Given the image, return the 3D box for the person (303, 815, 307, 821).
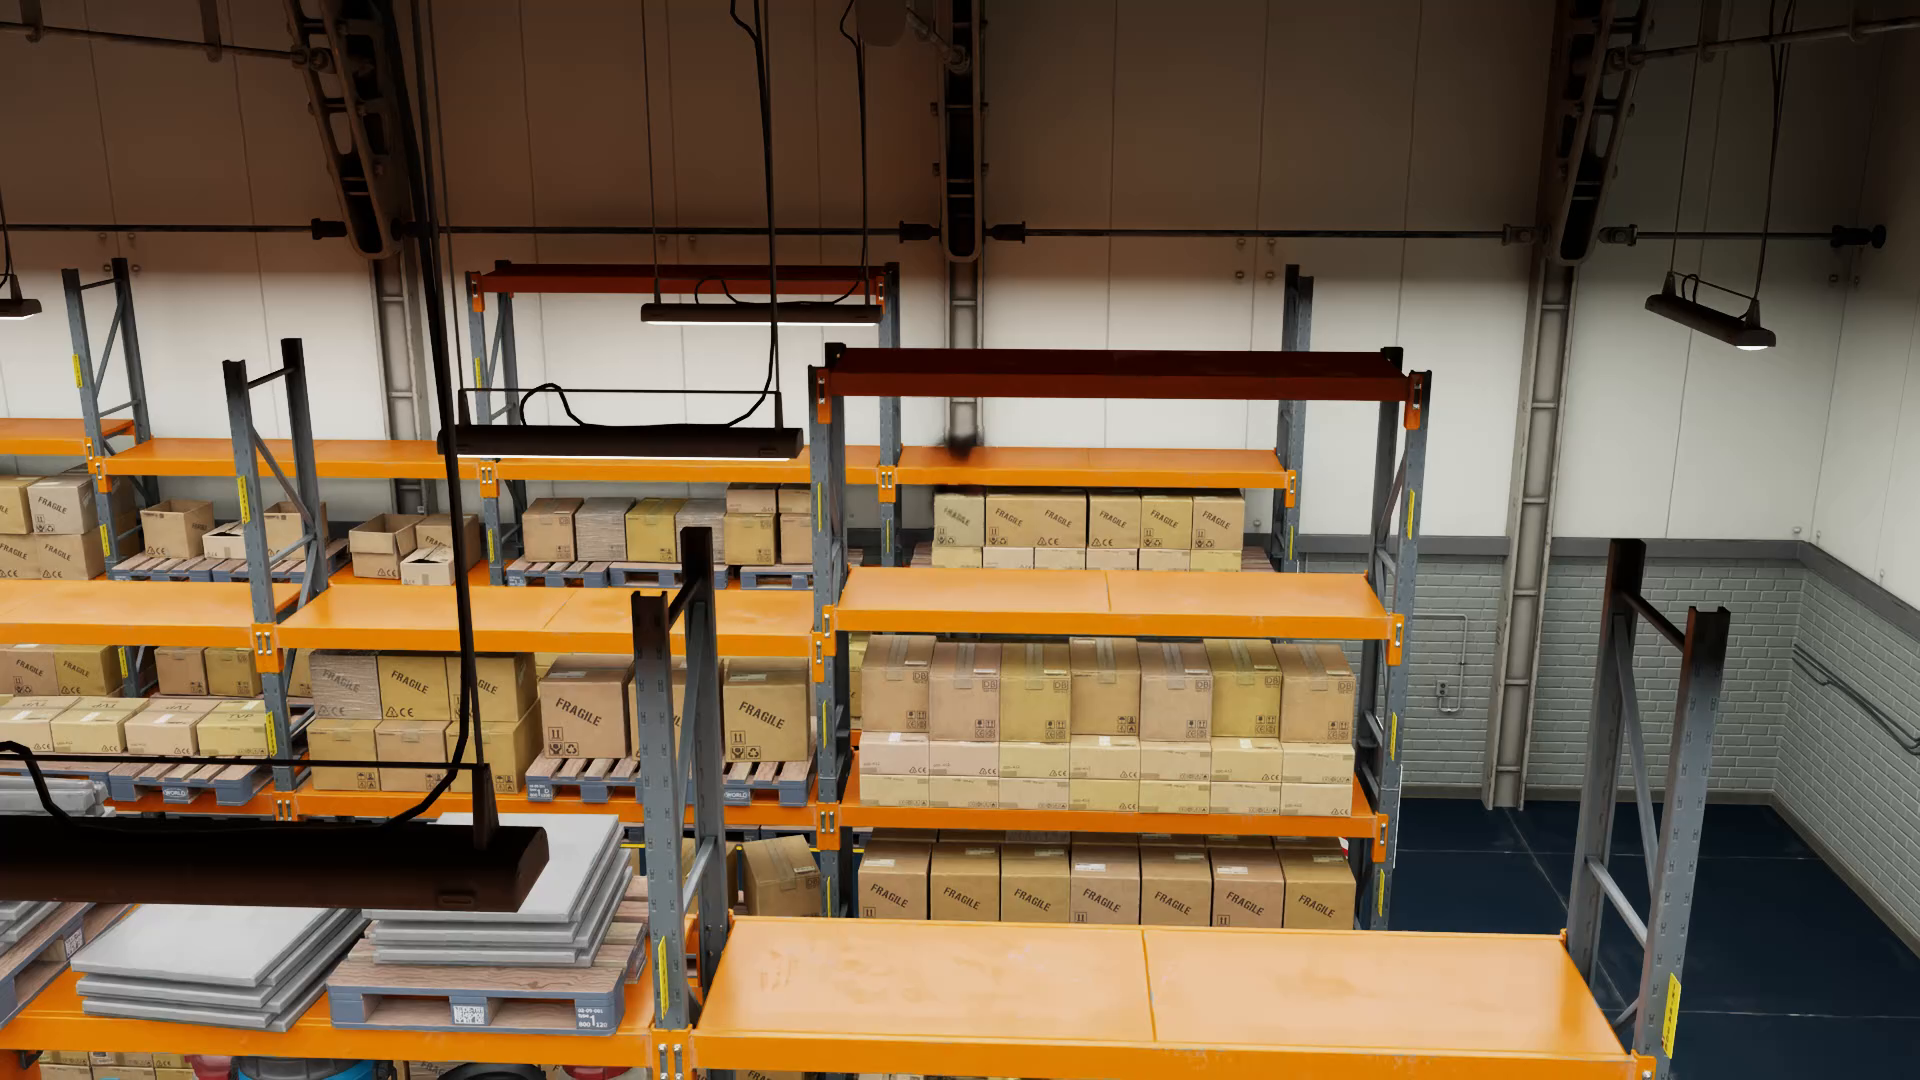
[{"bbox_3d":[-5.817,3.130,14.739,0.619,1.725,0.410,-3,16,-11],"label":"person"}]
